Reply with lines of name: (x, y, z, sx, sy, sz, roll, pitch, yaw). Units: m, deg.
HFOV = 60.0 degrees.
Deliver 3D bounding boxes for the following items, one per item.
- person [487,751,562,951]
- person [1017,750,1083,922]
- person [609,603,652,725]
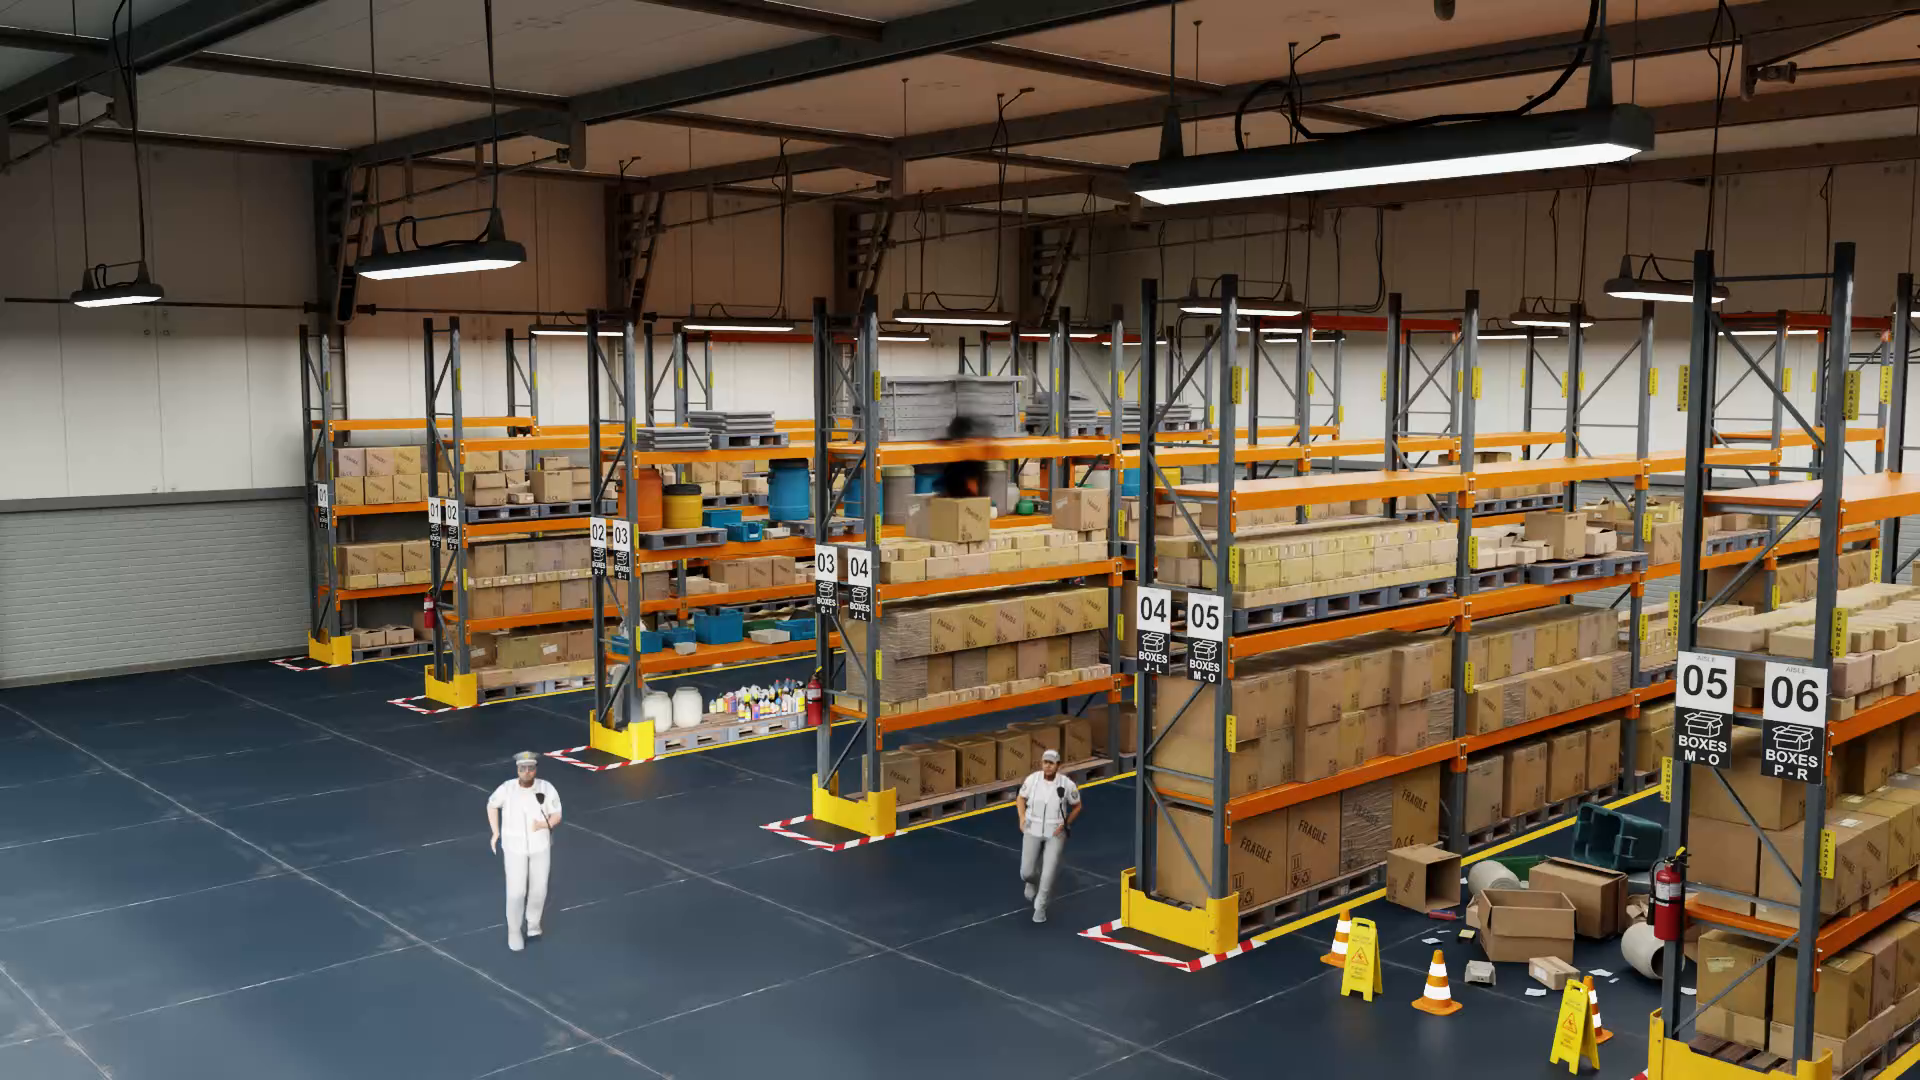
person: (-3.895, 2.789, 14.948, 0.632, 1.818, 0.733, -2, 6, -20)
person: (0.846, 2.778, 15.804, 0.631, 1.629, 0.541, 1, 6, 12)
person: (-4.805, 1.803, 24.273, 0.674, 1.801, 0.981, 5, 7, 39)
